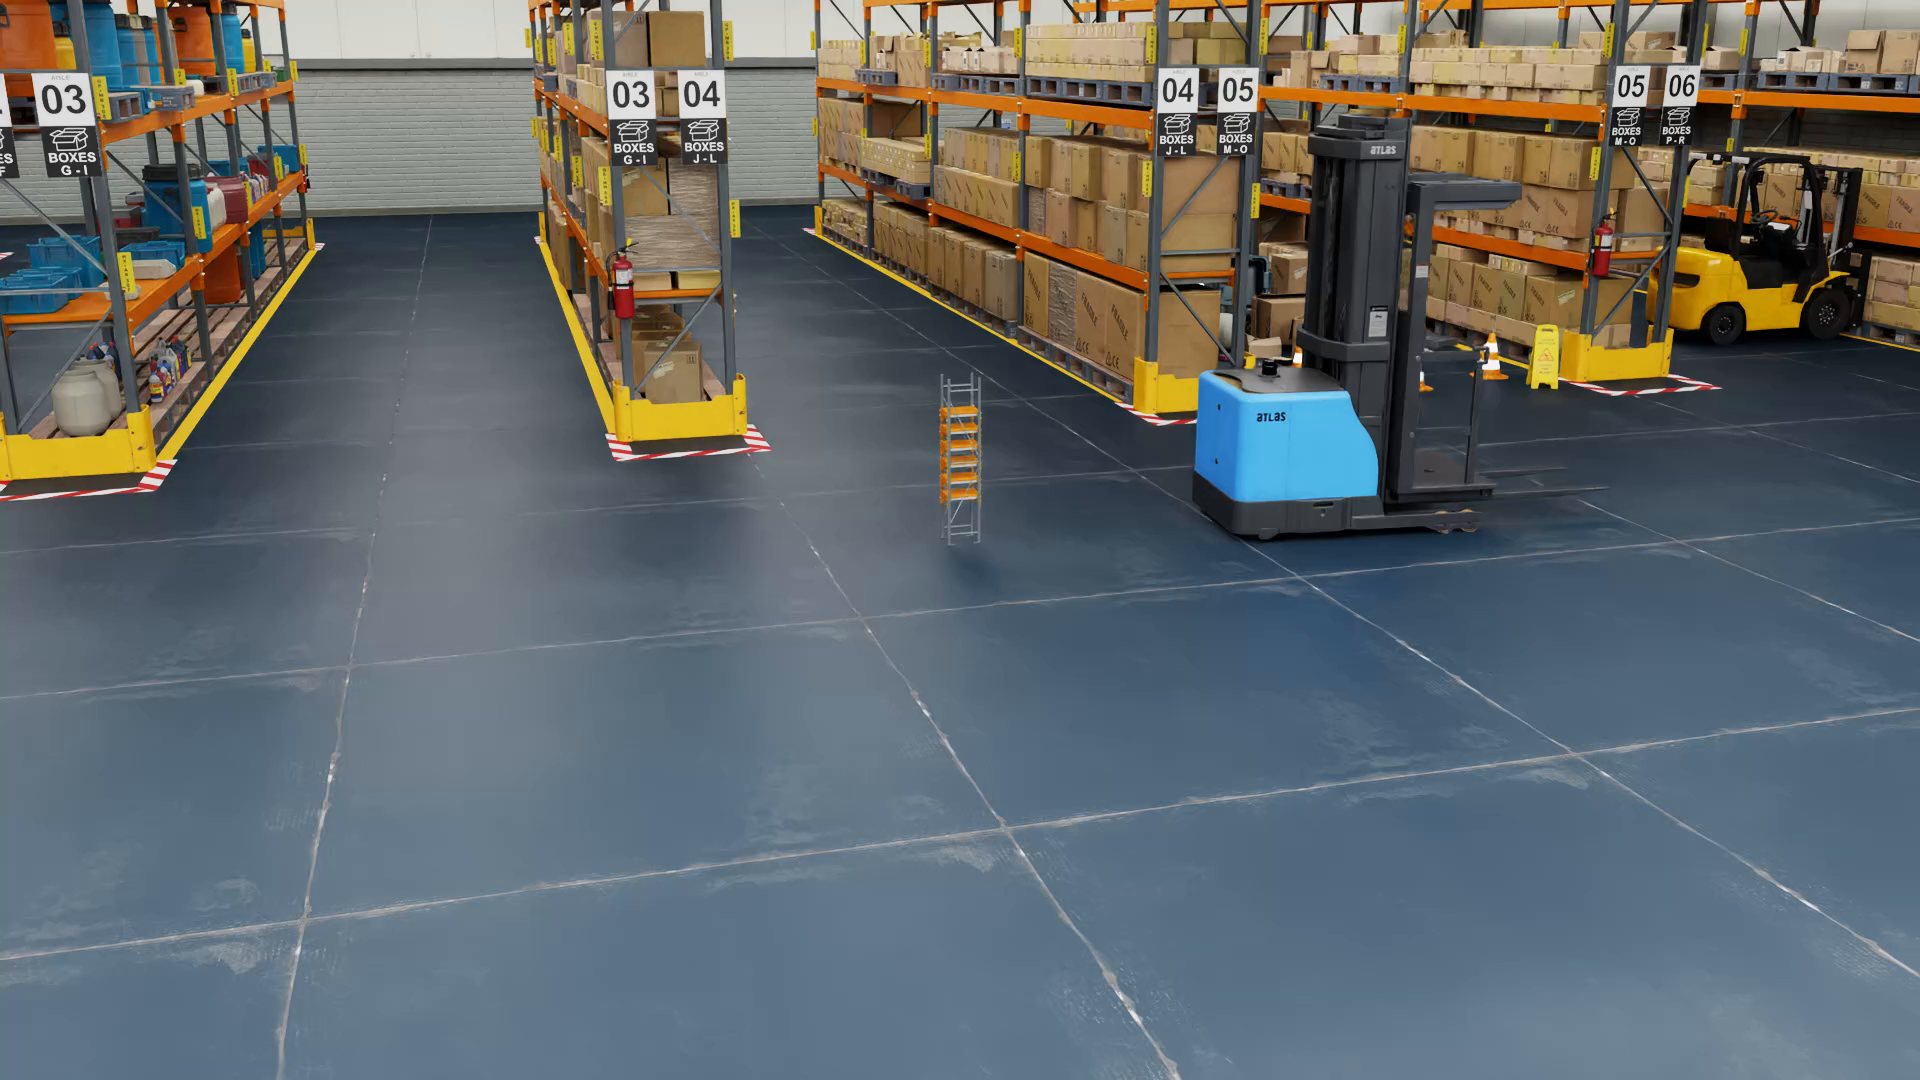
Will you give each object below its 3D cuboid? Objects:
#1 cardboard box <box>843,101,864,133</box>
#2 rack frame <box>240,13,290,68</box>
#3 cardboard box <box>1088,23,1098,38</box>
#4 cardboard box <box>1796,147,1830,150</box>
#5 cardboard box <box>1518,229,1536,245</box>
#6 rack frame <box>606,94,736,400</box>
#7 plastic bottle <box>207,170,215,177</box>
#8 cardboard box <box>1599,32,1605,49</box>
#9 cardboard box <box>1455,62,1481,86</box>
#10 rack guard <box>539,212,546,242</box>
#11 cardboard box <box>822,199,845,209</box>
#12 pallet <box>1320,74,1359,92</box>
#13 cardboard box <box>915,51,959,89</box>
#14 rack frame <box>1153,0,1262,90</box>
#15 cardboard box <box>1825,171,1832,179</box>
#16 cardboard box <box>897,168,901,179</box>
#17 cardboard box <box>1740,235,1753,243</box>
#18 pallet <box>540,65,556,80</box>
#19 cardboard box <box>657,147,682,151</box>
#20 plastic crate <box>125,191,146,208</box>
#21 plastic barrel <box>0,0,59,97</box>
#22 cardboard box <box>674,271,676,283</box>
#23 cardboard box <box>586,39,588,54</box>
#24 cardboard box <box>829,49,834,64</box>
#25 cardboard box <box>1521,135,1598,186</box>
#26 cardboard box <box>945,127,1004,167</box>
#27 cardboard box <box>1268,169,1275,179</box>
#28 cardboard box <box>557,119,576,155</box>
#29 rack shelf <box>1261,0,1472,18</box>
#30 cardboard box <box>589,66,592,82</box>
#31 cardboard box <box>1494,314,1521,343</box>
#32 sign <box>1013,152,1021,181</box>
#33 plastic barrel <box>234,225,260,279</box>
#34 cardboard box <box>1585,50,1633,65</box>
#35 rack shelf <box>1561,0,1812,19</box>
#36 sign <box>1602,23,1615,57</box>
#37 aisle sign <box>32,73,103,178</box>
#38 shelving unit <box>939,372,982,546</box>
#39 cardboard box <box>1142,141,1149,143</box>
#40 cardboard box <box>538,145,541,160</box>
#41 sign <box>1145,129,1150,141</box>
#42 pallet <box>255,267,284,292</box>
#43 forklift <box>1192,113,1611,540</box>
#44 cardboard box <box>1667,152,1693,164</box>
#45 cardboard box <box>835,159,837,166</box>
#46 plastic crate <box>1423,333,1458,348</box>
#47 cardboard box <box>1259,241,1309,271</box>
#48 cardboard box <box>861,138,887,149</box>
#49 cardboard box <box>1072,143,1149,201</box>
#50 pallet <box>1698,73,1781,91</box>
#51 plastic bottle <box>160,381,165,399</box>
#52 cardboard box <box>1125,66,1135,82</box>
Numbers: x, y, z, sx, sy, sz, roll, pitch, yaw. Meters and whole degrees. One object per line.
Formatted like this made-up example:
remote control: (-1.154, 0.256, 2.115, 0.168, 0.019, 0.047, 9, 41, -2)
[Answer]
cardboard box: (-1.682, -7.129, 28.043, 0.500, 0.500, 0.500, -4, 17, -14)
rack frame: (-11.677, -9.290, 27.237, 1.000, 3.000, 0.127, -5, 17, -15)
cardboard box: (1.511, -5.112, 16.689, 0.380, 0.149, 0.250, -5, 17, -16)
cardboard box: (11.090, -5.030, 21.665, 0.380, 0.149, 0.250, -5, 17, -17)
cardboard box: (6.376, -3.335, 18.277, 0.380, 0.149, 0.250, -4, 17, -14)
rack frame: (-2.518, -2.383, 14.670, 1.000, 3.000, 0.127, -5, 17, -15)
plastic bottle: (-10.782, -5.153, 23.977, 0.144, 0.351, 0.185, -5, 17, -15)
cardboard box: (9.783, -7.155, 24.265, 0.700, 0.500, 0.500, -5, 17, -16)
cardboard box: (6.045, -5.355, 19.095, 0.500, 0.250, 0.500, -5, 17, -15)
rack guard: (-6.922, -5.618, 29.785, 1.175, 0.500, 0.348, -5, 17, -15)
cardboard box: (-2.301, -6.121, 30.308, 0.380, 0.149, 0.250, -6, 18, -18)
pallet: (5.556, -6.085, 22.108, 1.213, 0.211, 1.003, -5, 17, -15)
cardboard box: (-0.321, -6.582, 23.262, 0.500, 0.500, 0.500, -5, 17, -15)
rack frame: (2.279, -5.620, 15.019, 1.000, 3.000, 0.127, -5, 17, -15)
cardboard box: (10.842, -4.559, 20.615, 0.380, 0.149, 0.250, -5, 18, -17)
cardboard box: (-0.700, -5.350, 24.255, 0.380, 0.149, 0.250, -5, 17, -16)
cardboard box: (10.514, -3.871, 21.935, 0.500, 0.250, 0.500, -5, 17, -16)
pallet: (-6.031, -7.323, 26.058, 1.003, 0.211, 1.213, -5, 17, -15)
cardboard box: (-2.676, -3.503, 15.969, 0.500, 0.500, 0.500, -5, 17, -15)
plastic crate: (-9.329, -3.763, 19.155, 0.402, 0.464, 0.583, -5, 17, -15)
plastic barrel: (-7.536, -3.959, 13.227, 0.600, 0.830, 0.708, -5, 17, -15)
cardboard box: (-2.417, -2.431, 15.267, 0.380, 0.149, 0.250, -5, 17, -15)
cardboard box: (-3.911, -5.575, 19.173, 0.797, 0.503, 0.637, -4, 17, -13)
cardboard box: (-1.976, -8.350, 28.713, 0.500, 0.250, 0.500, -4, 17, -15)
cardboard box: (6.528, -4.100, 17.958, 0.700, 0.500, 0.500, -5, 17, -15)
cardboard box: (0.194, -5.361, 22.675, 0.700, 0.500, 0.500, -5, 17, -16)
cardboard box: (4.723, -5.355, 24.273, 0.380, 0.149, 0.250, -6, 18, -18)
cardboard box: (-5.632, -6.054, 24.975, 0.797, 0.503, 0.637, -5, 17, -17)
rack shelf: (5.362, -7.163, 22.101, 1.077, 0.370, 4.000, -5, 17, -15)
cardboard box: (-3.430, -4.573, 16.315, 0.380, 0.149, 0.250, -5, 17, -16)
cardboard box: (6.395, -2.397, 18.766, 0.500, 0.250, 0.500, -5, 17, -15)
sign: (0.661, -4.324, 19.259, 0.100, 0.325, 0.005, -5, 17, -15)
plastic barrel: (-10.250, -4.159, 23.501, 0.600, 0.901, 0.708, -5, 17, -15)
cardboard box: (6.634, -4.934, 17.002, 0.380, 0.149, 0.250, -5, 17, -15)
rack shelf: (10.133, -7.556, 23.411, 1.077, 0.370, 4.000, -5, 17, -15)
sign: (6.471, -4.988, 16.592, 0.100, 0.325, 0.005, -5, 17, -15)
aisle sign: (-6.979, -3.239, 13.003, 0.394, 0.787, 0.004, -5, 17, -15)
shelving unit: (0.004, -0.571, 11.766, 0.258, 1.200, 0.189, -5, 17, -15)
cardboard box: (3.339, -6.641, 28.674, 0.500, 0.500, 0.500, -5, 17, -15)
cardboard box: (-7.043, -6.725, 28.869, 0.500, 0.250, 0.500, -5, 17, -17)
sign: (3.179, -6.894, 28.045, 0.100, 0.325, 0.005, -5, 17, -15)
pallet: (-10.406, -3.758, 24.096, 1.003, 0.211, 1.213, -5, 17, -15)
forklift: (3.340, -1.595, 12.167, 3.031, 2.935, 1.130, -3, 17, -10)
cardboard box: (10.071, -5.306, 23.099, 0.380, 0.149, 0.250, -5, 18, -17)
cardboard box: (-2.009, -6.730, 29.580, 0.380, 0.149, 0.250, -4, 17, -13)
plastic crate: (5.554, -2.375, 19.720, 0.402, 0.080, 0.583, -12, 20, -34)
cardboard box: (4.958, -4.165, 24.440, 0.950, 0.372, 0.625, -6, 18, -19)
cardboard box: (-1.353, -6.286, 26.339, 0.380, 0.149, 0.250, -4, 17, -12)
cardboard box: (1.680, -3.888, 17.545, 0.875, 0.550, 0.500, -5, 17, -15)
pallet: (10.428, -6.254, 22.676, 0.805, 0.209, 1.217, -5, 18, -17)
plastic bottle: (-7.507, -1.416, 15.553, 0.097, 0.201, 0.097, 0, 17, 0)
cardboard box: (1.793, -4.447, 15.861, 0.380, 0.149, 0.250, -5, 17, -15)
